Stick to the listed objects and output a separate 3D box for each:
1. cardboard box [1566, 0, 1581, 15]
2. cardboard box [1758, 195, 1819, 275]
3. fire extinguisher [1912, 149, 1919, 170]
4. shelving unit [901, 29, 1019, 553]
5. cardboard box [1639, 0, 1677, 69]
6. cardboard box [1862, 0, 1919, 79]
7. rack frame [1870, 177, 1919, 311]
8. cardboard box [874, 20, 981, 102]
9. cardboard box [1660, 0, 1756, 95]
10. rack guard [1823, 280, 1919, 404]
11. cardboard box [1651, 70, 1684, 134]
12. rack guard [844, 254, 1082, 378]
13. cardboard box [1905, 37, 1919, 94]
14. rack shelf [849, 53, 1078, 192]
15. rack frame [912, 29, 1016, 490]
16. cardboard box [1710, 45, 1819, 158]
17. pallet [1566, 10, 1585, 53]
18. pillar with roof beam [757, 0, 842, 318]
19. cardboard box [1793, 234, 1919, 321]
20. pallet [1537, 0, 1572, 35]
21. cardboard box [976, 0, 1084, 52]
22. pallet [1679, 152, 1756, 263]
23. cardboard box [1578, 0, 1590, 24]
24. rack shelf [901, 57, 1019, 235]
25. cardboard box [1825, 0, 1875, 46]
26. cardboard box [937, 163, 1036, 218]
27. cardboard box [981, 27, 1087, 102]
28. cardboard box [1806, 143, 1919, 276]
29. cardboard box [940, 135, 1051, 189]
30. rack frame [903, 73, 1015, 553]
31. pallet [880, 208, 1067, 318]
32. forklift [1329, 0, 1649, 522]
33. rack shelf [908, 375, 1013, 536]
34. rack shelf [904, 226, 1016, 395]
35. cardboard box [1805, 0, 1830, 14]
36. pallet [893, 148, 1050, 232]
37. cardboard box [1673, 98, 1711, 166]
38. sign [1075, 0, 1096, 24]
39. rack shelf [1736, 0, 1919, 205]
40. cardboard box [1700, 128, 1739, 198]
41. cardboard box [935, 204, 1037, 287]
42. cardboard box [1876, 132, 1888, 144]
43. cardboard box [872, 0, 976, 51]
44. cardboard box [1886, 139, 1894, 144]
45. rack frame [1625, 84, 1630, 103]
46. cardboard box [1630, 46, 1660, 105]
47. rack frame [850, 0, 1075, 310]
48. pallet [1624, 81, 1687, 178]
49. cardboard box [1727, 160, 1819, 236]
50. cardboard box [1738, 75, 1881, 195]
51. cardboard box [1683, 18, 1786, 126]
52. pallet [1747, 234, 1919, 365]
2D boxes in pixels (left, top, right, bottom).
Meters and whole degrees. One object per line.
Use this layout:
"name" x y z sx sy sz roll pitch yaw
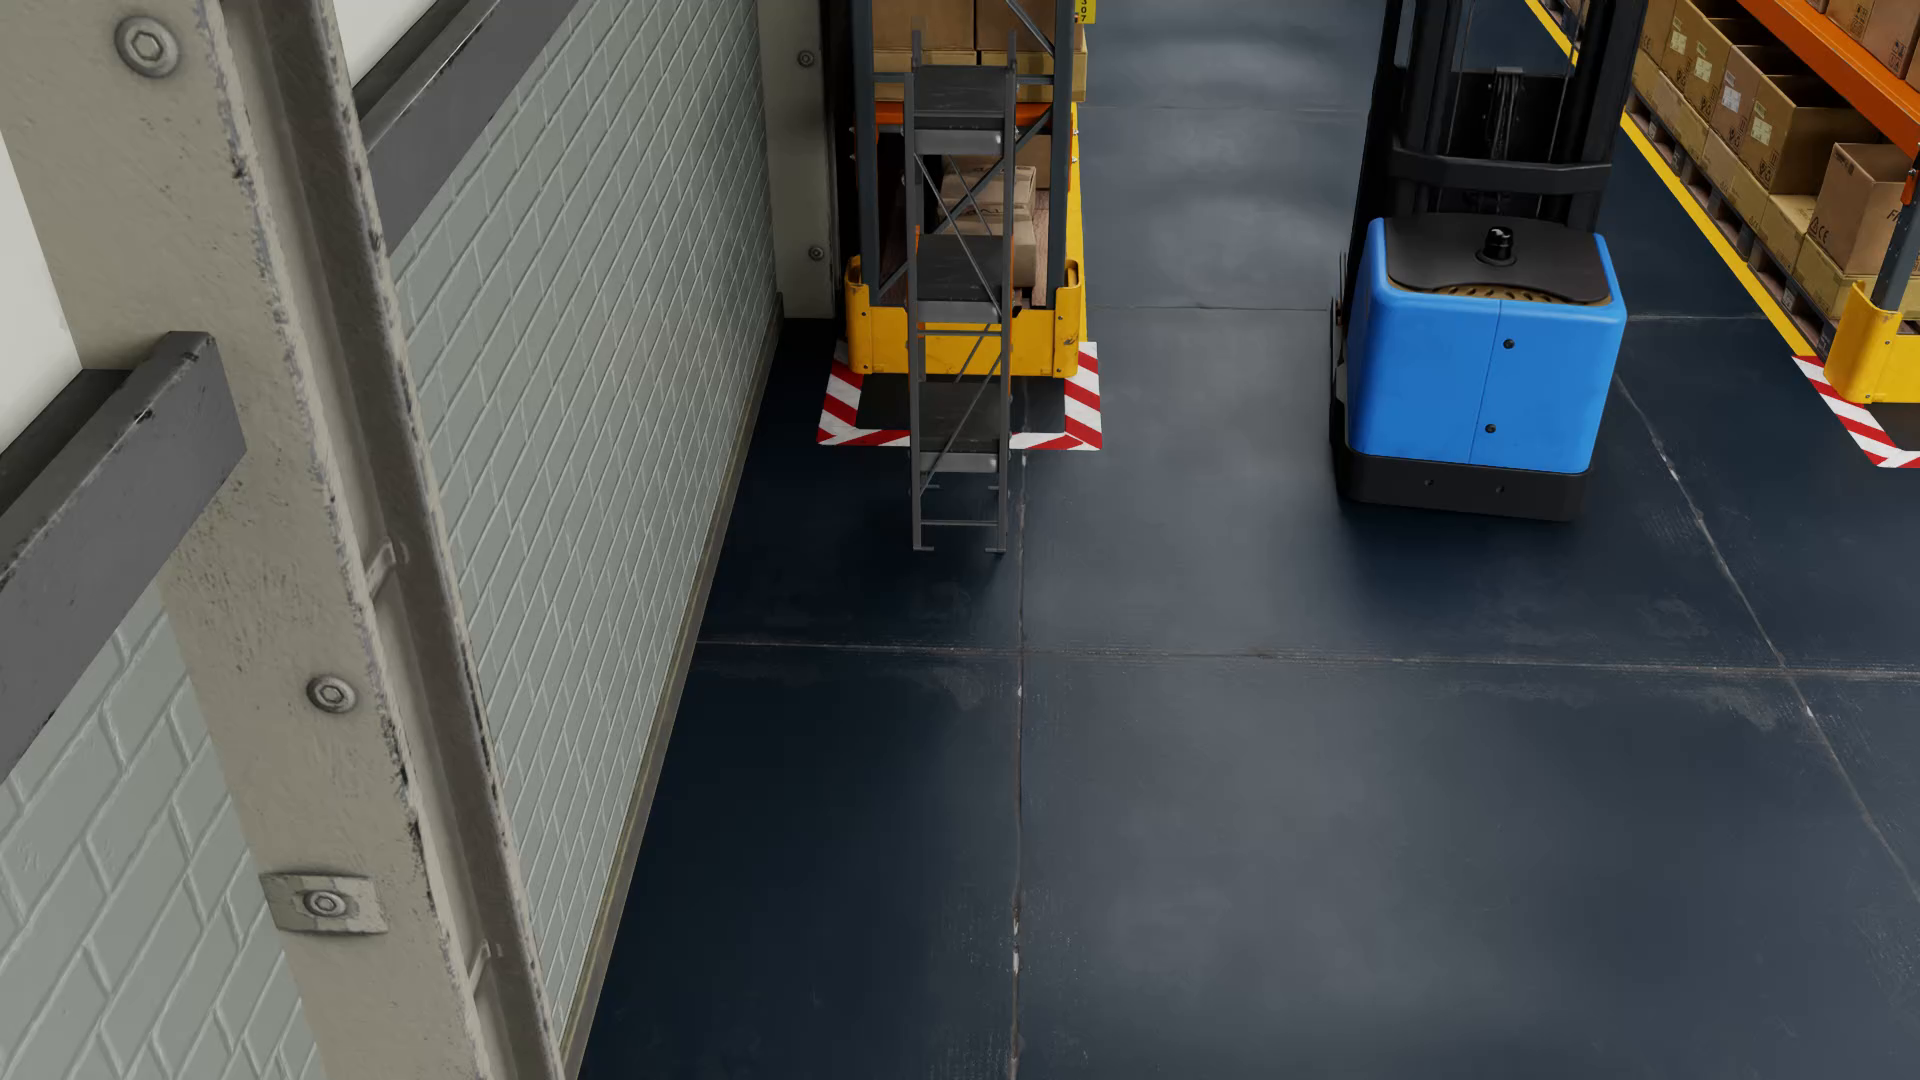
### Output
"cardboard box" 4.894 -4.178 12.612 0.500 0.250 0.500 2 35 3
"cardboard box" 4.698 -1.653 9.019 0.500 0.250 0.500 1 35 2
"fire extinguisher" 4.495 -1.915 7.433 0.296 0.674 0.183 1 35 2
"shelving unit" 0.007 -0.954 6.782 0.431 2.100 0.503 1 35 2
"cardboard box" 4.793 -3.396 10.847 0.500 0.500 0.500 1 35 2
"cardboard box" 5.012 -2.614 8.274 0.700 0.500 0.500 2 35 3
"rack frame" 4.964 -2.003 7.492 1.000 3.000 0.127 1 35 2
"cardboard box" -0.161 -2.336 8.078 0.500 0.250 0.500 2 35 3
"cardboard box" 4.781 -3.109 10.438 0.500 0.500 0.500 1 35 2
"rack guard" 4.963 -0.967 8.191 1.175 0.500 0.348 1 35 2
"cardboard box" 4.778 -2.802 10.654 0.500 0.250 0.500 1 35 2
"rack guard" 0.017 -1.137 8.433 1.175 0.500 0.348 1 35 2
"cardboard box" 4.996 -2.312 7.844 0.700 0.500 0.500 1 35 2
"rack shelf" 0.095 -2.970 9.494 1.077 0.370 4.000 1 35 2
"rack frame" 0.016 -1.094 6.981 0.400 2.100 0.015 1 35 2
"cardboard box" 4.735 -2.534 9.621 0.500 0.500 0.500 1 35 2
"pallet" 5.115 -3.585 12.167 1.003 0.211 1.213 1 35 2
"pillar with roof beam" 3.480 -4.893 6.386 9.100 9.000 0.400 1 35 2
"cardboard box" 4.690 -1.365 8.610 0.500 0.250 0.500 1 35 2
"pallet" 5.162 -4.288 13.167 1.003 0.211 1.213 1 35 2
"cardboard box" 0.334 -2.637 7.854 0.500 0.500 0.500 1 35 2
"pallet" 5.005 -2.002 9.915 1.003 0.211 1.213 1 35 2
"cardboard box" 4.874 -3.884 12.194 0.500 0.250 0.500 1 35 1
"rack shelf" 0.007 -1.516 6.387 0.431 0.518 0.480 1 35 2
"cardboard box" 5.038 -2.899 8.680 0.700 0.500 0.500 2 35 2
"cardboard box" 0.155 -1.919 9.327 0.500 0.311 0.500 4 35 6
"cardboard box" 0.351 -2.336 8.078 0.500 0.250 0.500 0 35 1
"cardboard box" 4.688 -1.672 8.394 0.500 0.500 0.500 1 35 2
"cardboard box" 0.234 -2.416 9.871 0.700 0.500 0.500 -1 35 -1
"rack frame" -0.003 -0.814 6.582 0.400 2.100 0.015 1 35 2
"pallet" 0.085 -1.484 9.179 1.003 0.211 1.213 1 35 2
"forklift" 2.467 -2.120 7.718 1.130 2.935 3.031 6 36 9
"rack shelf" 0.007 -0.370 7.192 0.431 0.518 0.480 1 35 2
"rack shelf" 0.007 -0.943 6.789 0.431 0.518 0.480 1 35 2
"cardboard box" 5.055 -3.202 9.110 0.700 0.500 0.500 2 35 3
"pallet" 0.137 -2.184 10.173 1.003 0.211 1.213 1 35 2
"cardboard box" 4.753 -2.515 10.246 0.500 0.250 0.500 1 35 2
"sign" 0.556 -2.457 7.385 0.100 0.325 0.005 1 35 2
"rack shelf" 5.044 -2.858 9.334 1.077 0.370 4.000 1 35 2
"cardboard box" 4.739 -2.227 9.837 0.500 0.250 0.500 1 35 2
"cardboard box" 0.132 -1.591 8.861 0.500 0.311 0.500 -2 35 -3
"cardboard box" 5.233 -2.235 9.195 0.500 0.500 0.500 1 35 2
"cardboard box" -0.179 -2.645 7.866 0.500 0.500 0.500 1 35 1
"cardboard box" 5.226 -1.947 8.786 0.500 0.500 0.500 1 35 2
"rack frame" 5.125 -4.302 10.762 1.000 3.000 0.127 1 35 2
"cardboard box" 4.803 -3.089 11.063 0.500 0.250 0.500 1 35 2
"rack frame" 0.014 -2.116 7.652 1.000 3.000 0.127 1 35 2
"pallet" 5.051 -2.705 10.915 1.003 0.211 1.213 1 35 2
"cardboard box" 4.717 -1.940 9.428 0.500 0.250 0.500 1 35 2
"cardboard box" 4.714 -2.247 9.212 0.500 0.500 0.500 1 35 2
"cardboard box" 4.753 -2.821 10.030 0.500 0.500 0.500 1 35 2
"pallet" 4.953 -1.303 8.920 1.003 0.211 1.213 1 35 2
